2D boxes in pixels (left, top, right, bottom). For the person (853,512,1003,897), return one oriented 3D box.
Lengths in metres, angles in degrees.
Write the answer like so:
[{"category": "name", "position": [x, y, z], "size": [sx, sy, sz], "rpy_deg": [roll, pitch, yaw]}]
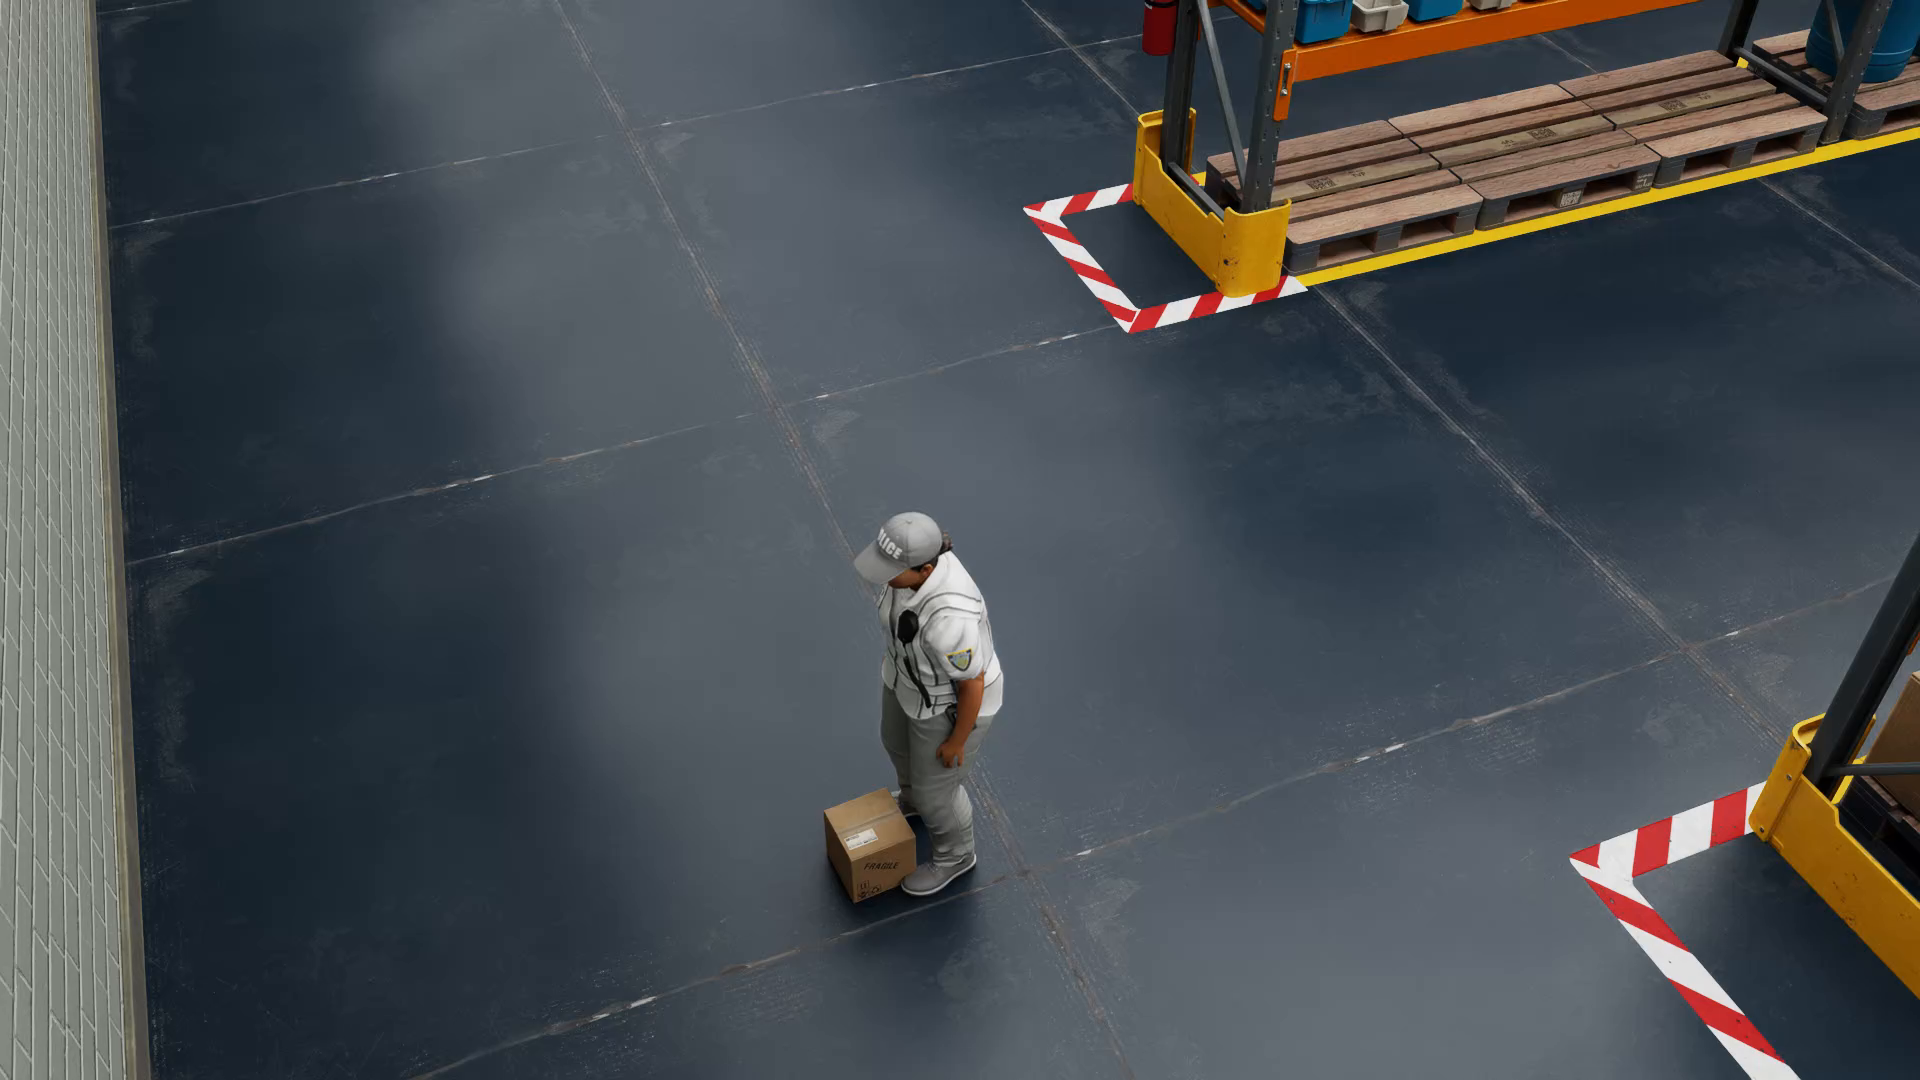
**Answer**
[{"category": "person", "position": [-0.122, 0.516, 5.583], "size": [0.470, 1.665, 0.560], "rpy_deg": [-18, 45, -19]}]
